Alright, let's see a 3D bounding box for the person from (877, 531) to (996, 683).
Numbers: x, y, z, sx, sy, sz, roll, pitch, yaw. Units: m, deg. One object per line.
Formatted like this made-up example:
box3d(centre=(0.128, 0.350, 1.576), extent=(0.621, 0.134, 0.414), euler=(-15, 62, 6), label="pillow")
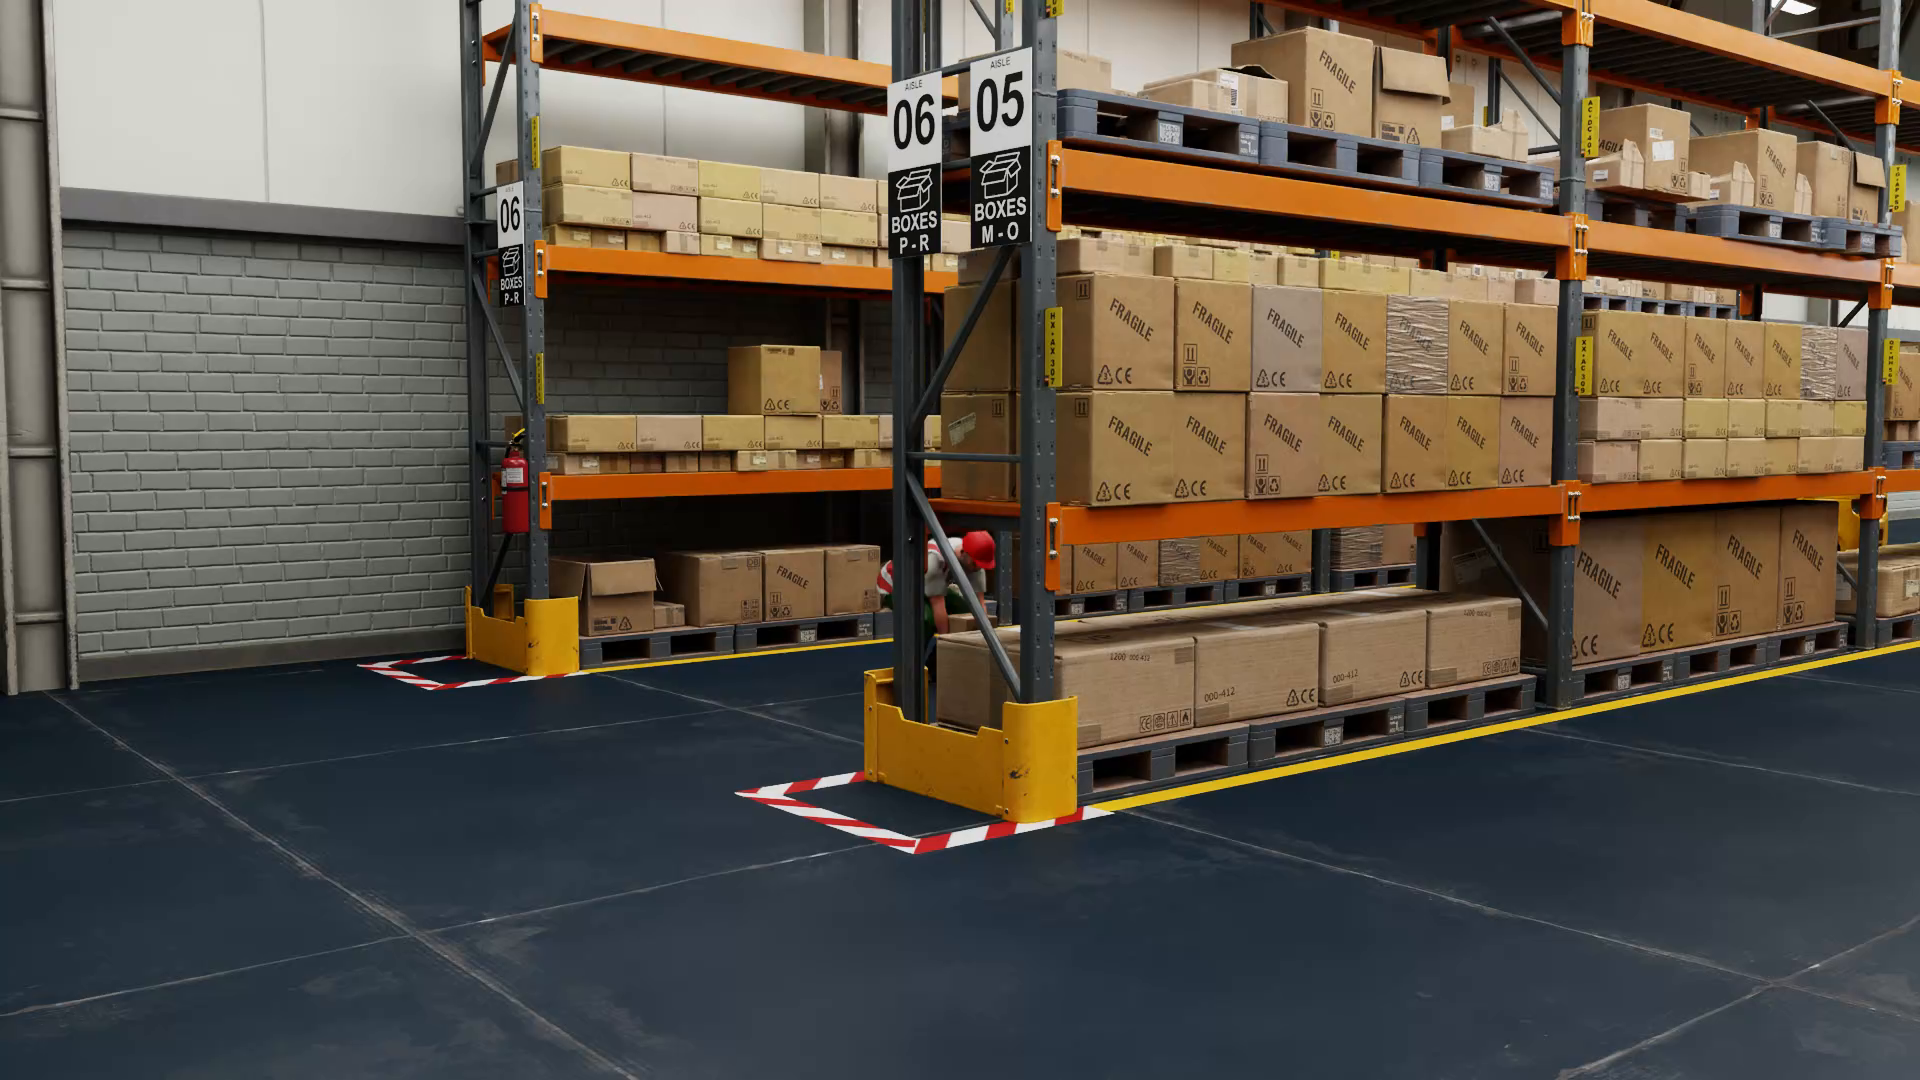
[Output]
box3d(centre=(-0.133, 0.411, 10.597), extent=(0.531, 0.999, 0.907), euler=(-4, 6, -41), label="person")
